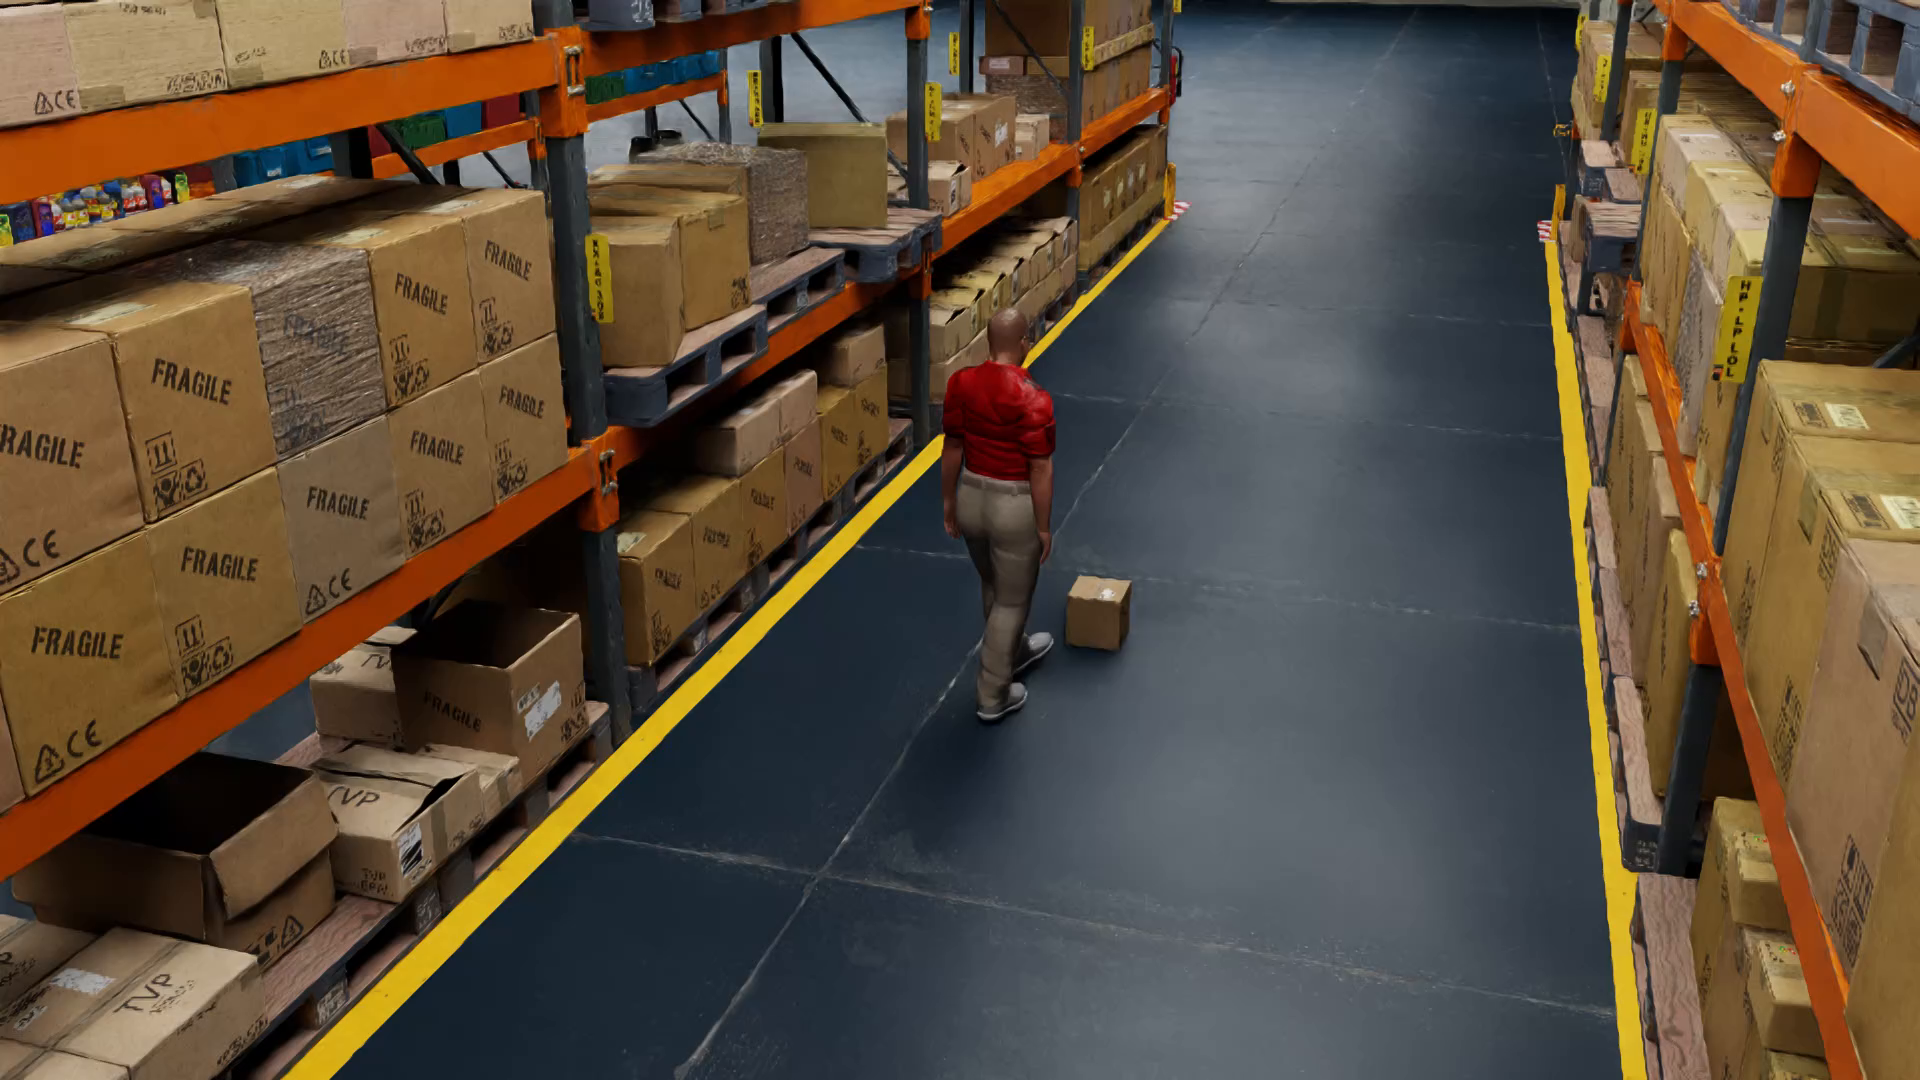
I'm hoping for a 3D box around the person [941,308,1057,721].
[{"bbox_3d":[0.255,-0.152,6.977,0.546,1.716,0.726,17,28,37],"label":"person"}]
